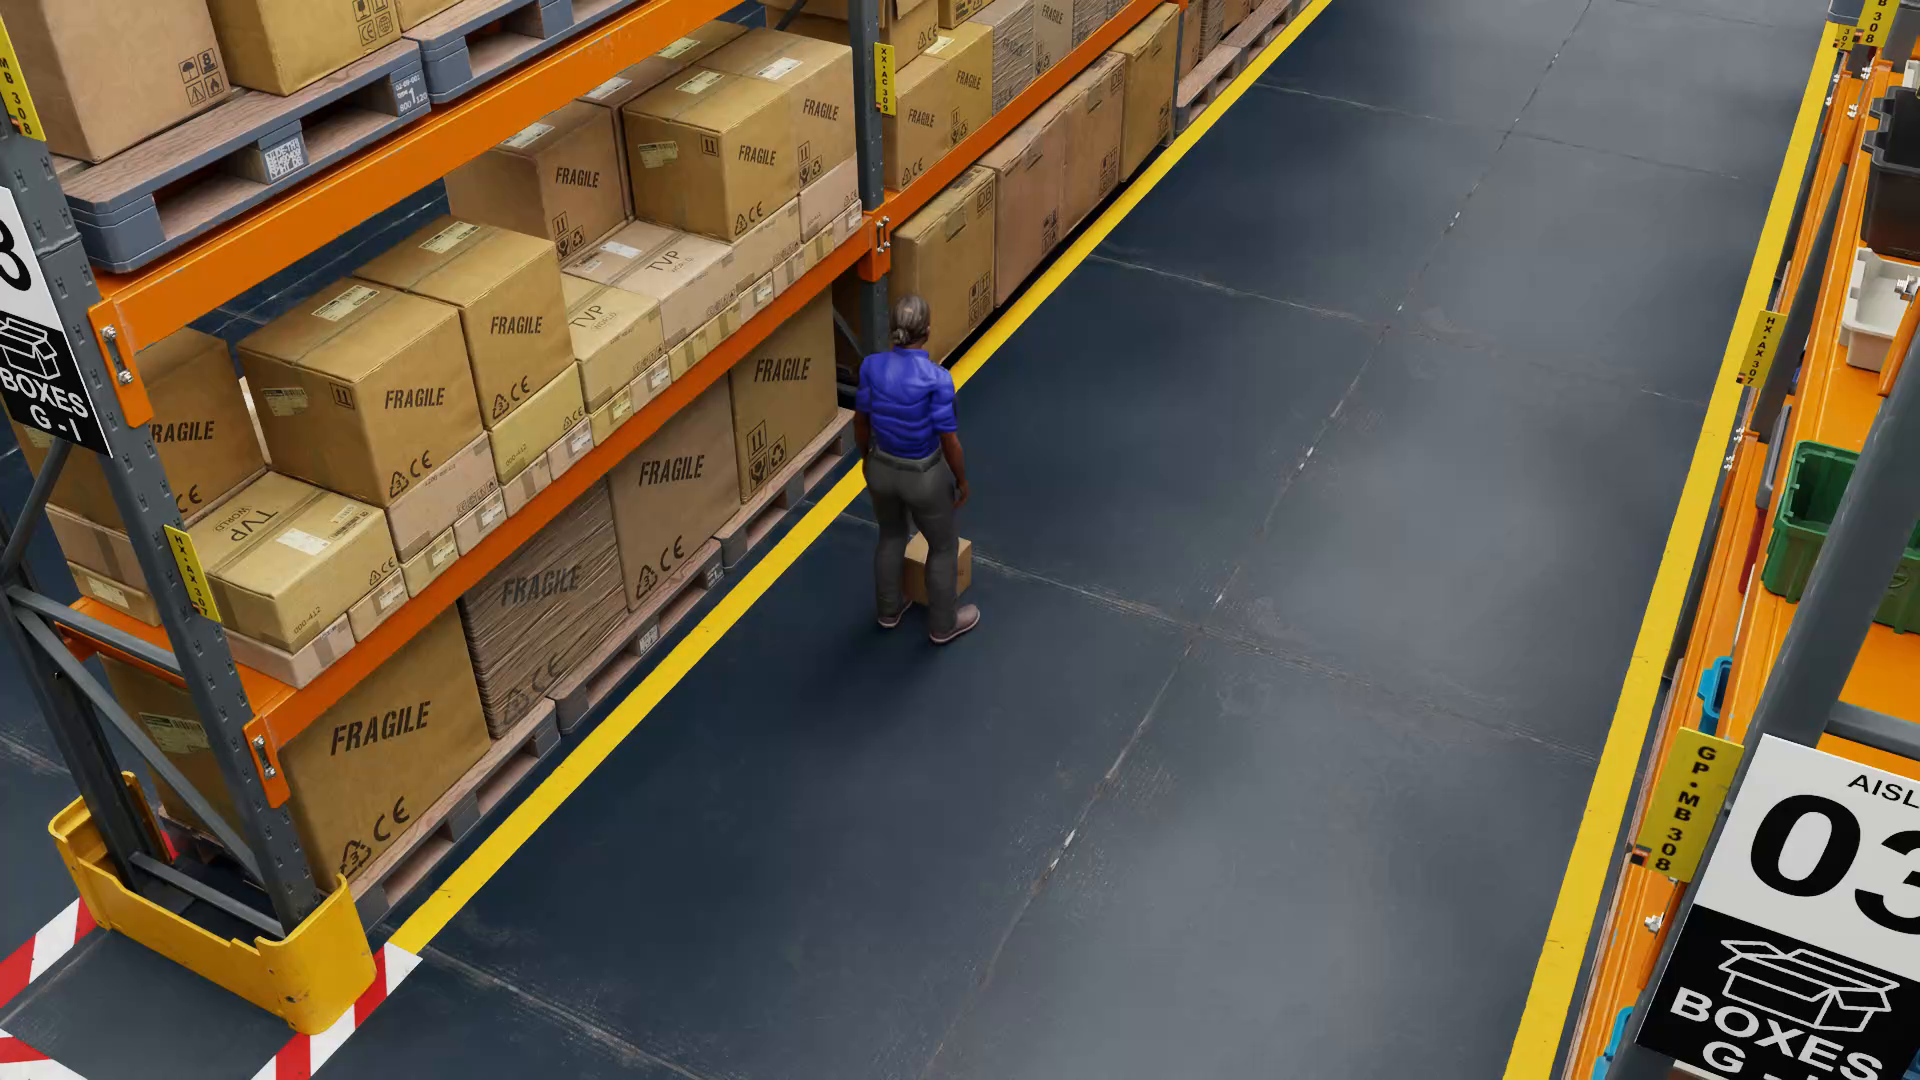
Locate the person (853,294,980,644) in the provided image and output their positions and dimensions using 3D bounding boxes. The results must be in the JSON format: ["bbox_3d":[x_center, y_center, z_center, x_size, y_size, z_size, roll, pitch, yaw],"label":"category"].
[{"bbox_3d":[-0.197,-0.278,7.117,0.528,1.641,0.348,16,41,20],"label":"person"}]
